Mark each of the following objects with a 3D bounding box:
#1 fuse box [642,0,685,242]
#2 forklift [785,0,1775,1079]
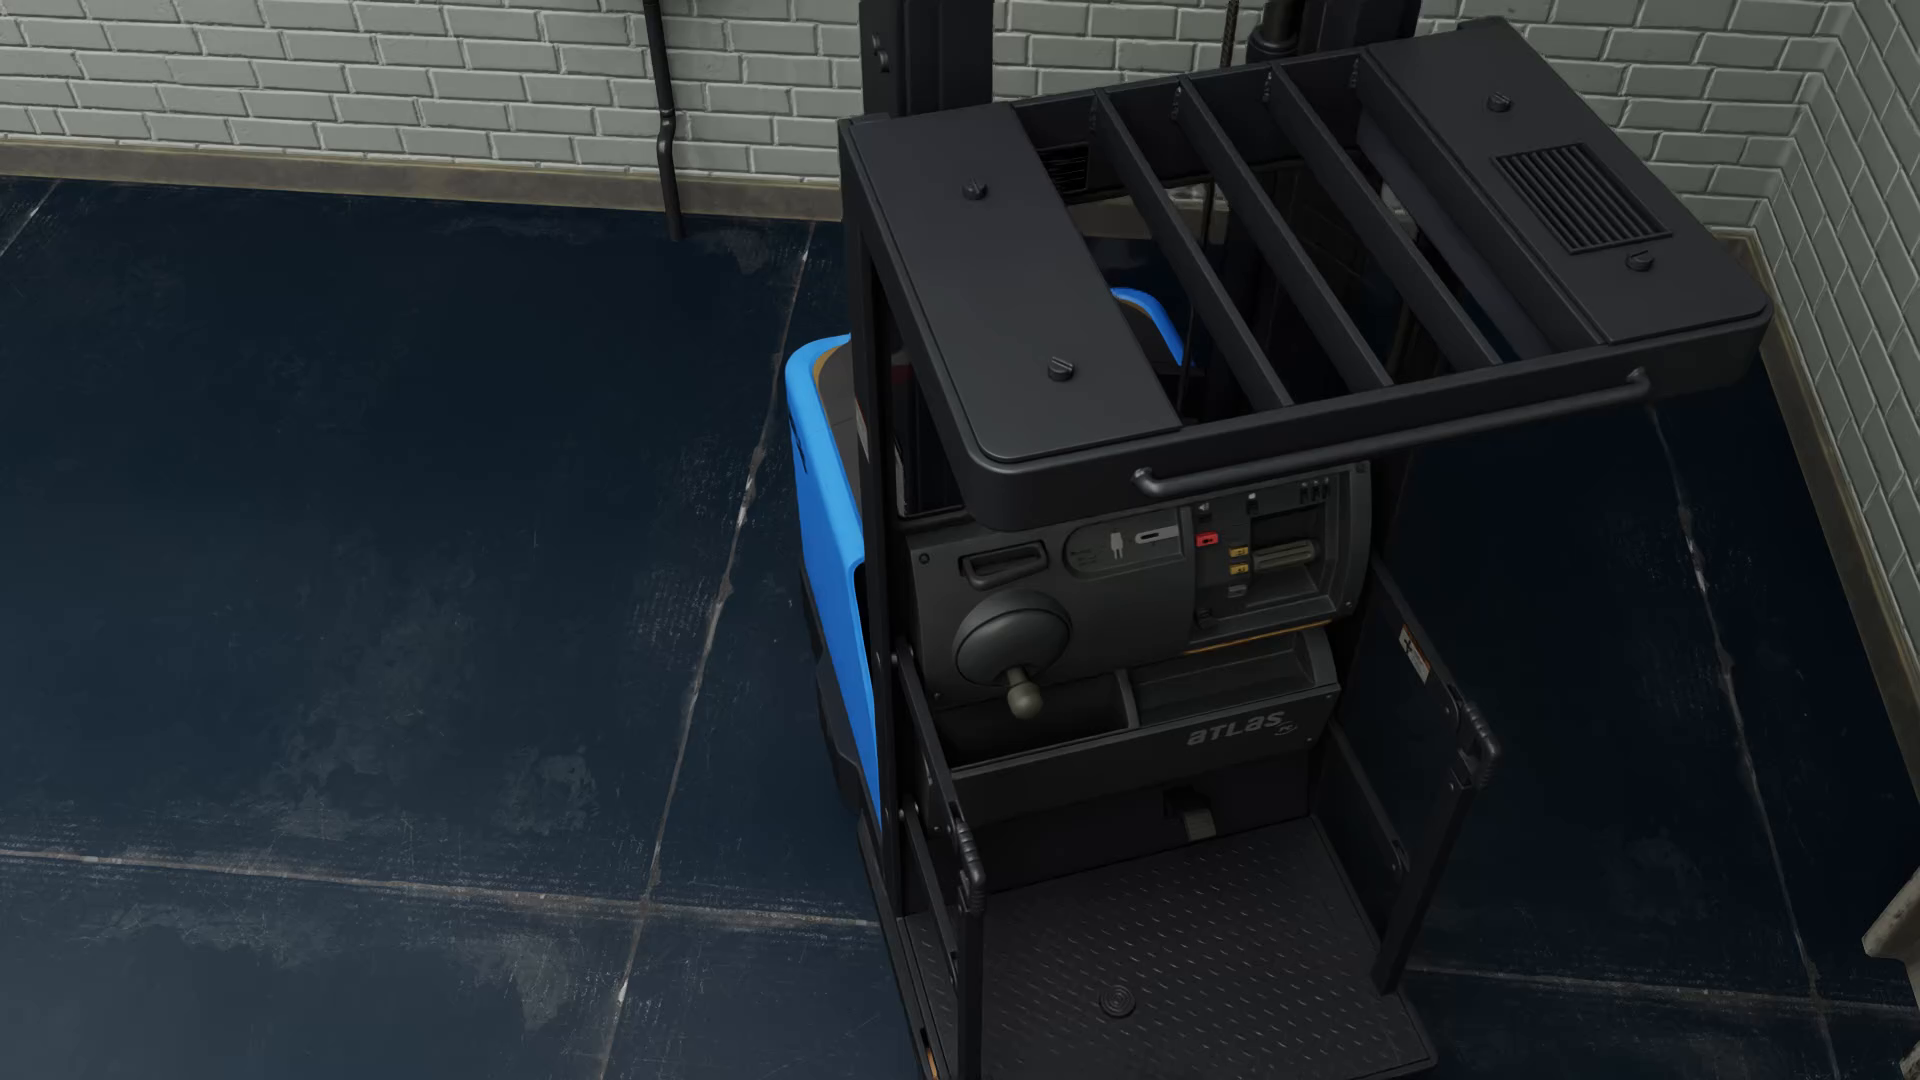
[{"bbox_3d":[-1.046,-1.702,5.647,0.539,1.711,0.414,4,48,4],"label":"fuse box"},{"bbox_3d":[0.423,0.186,3.094,1.130,2.935,3.031,-12,49,-10],"label":"forklift"}]
